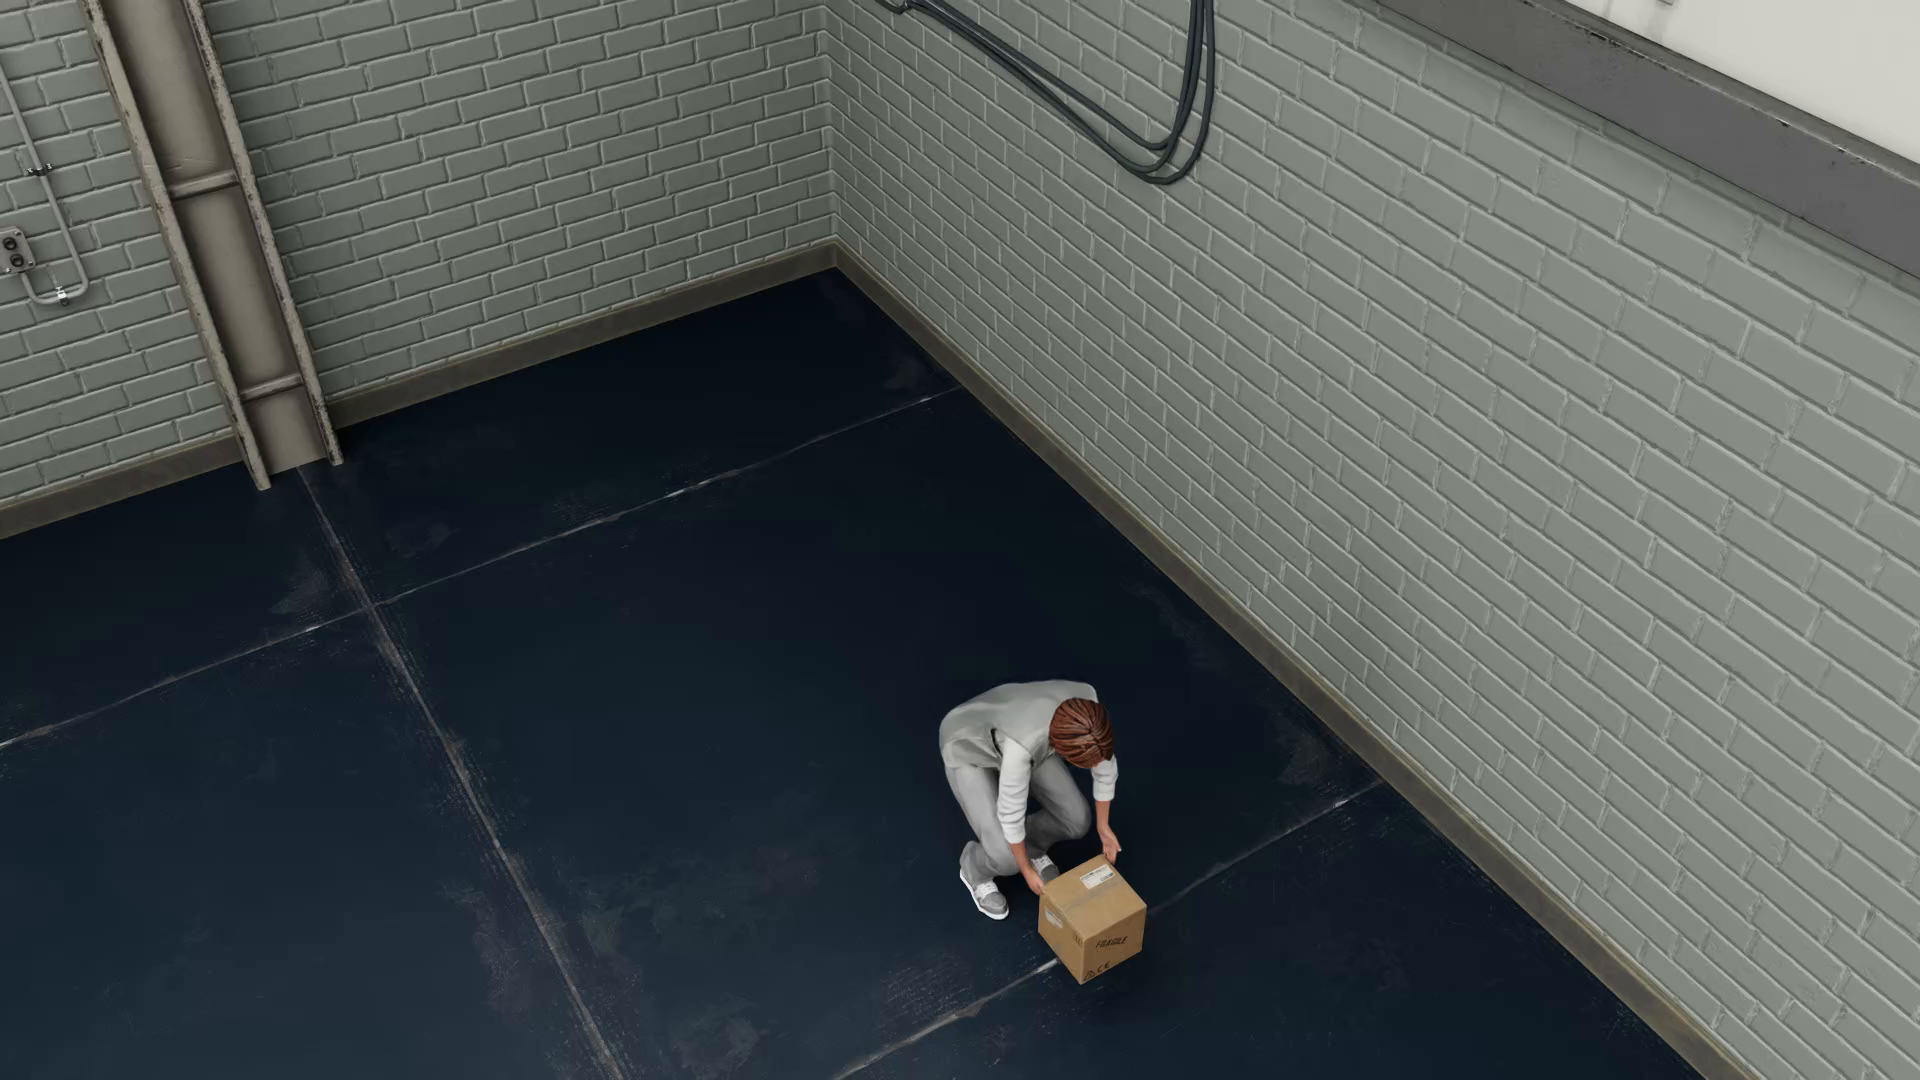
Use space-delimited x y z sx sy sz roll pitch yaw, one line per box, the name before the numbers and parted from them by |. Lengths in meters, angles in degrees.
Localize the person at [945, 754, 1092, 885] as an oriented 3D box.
person | 0.174 0.908 5.735 0.416 0.664 0.484 -23 46 -24
